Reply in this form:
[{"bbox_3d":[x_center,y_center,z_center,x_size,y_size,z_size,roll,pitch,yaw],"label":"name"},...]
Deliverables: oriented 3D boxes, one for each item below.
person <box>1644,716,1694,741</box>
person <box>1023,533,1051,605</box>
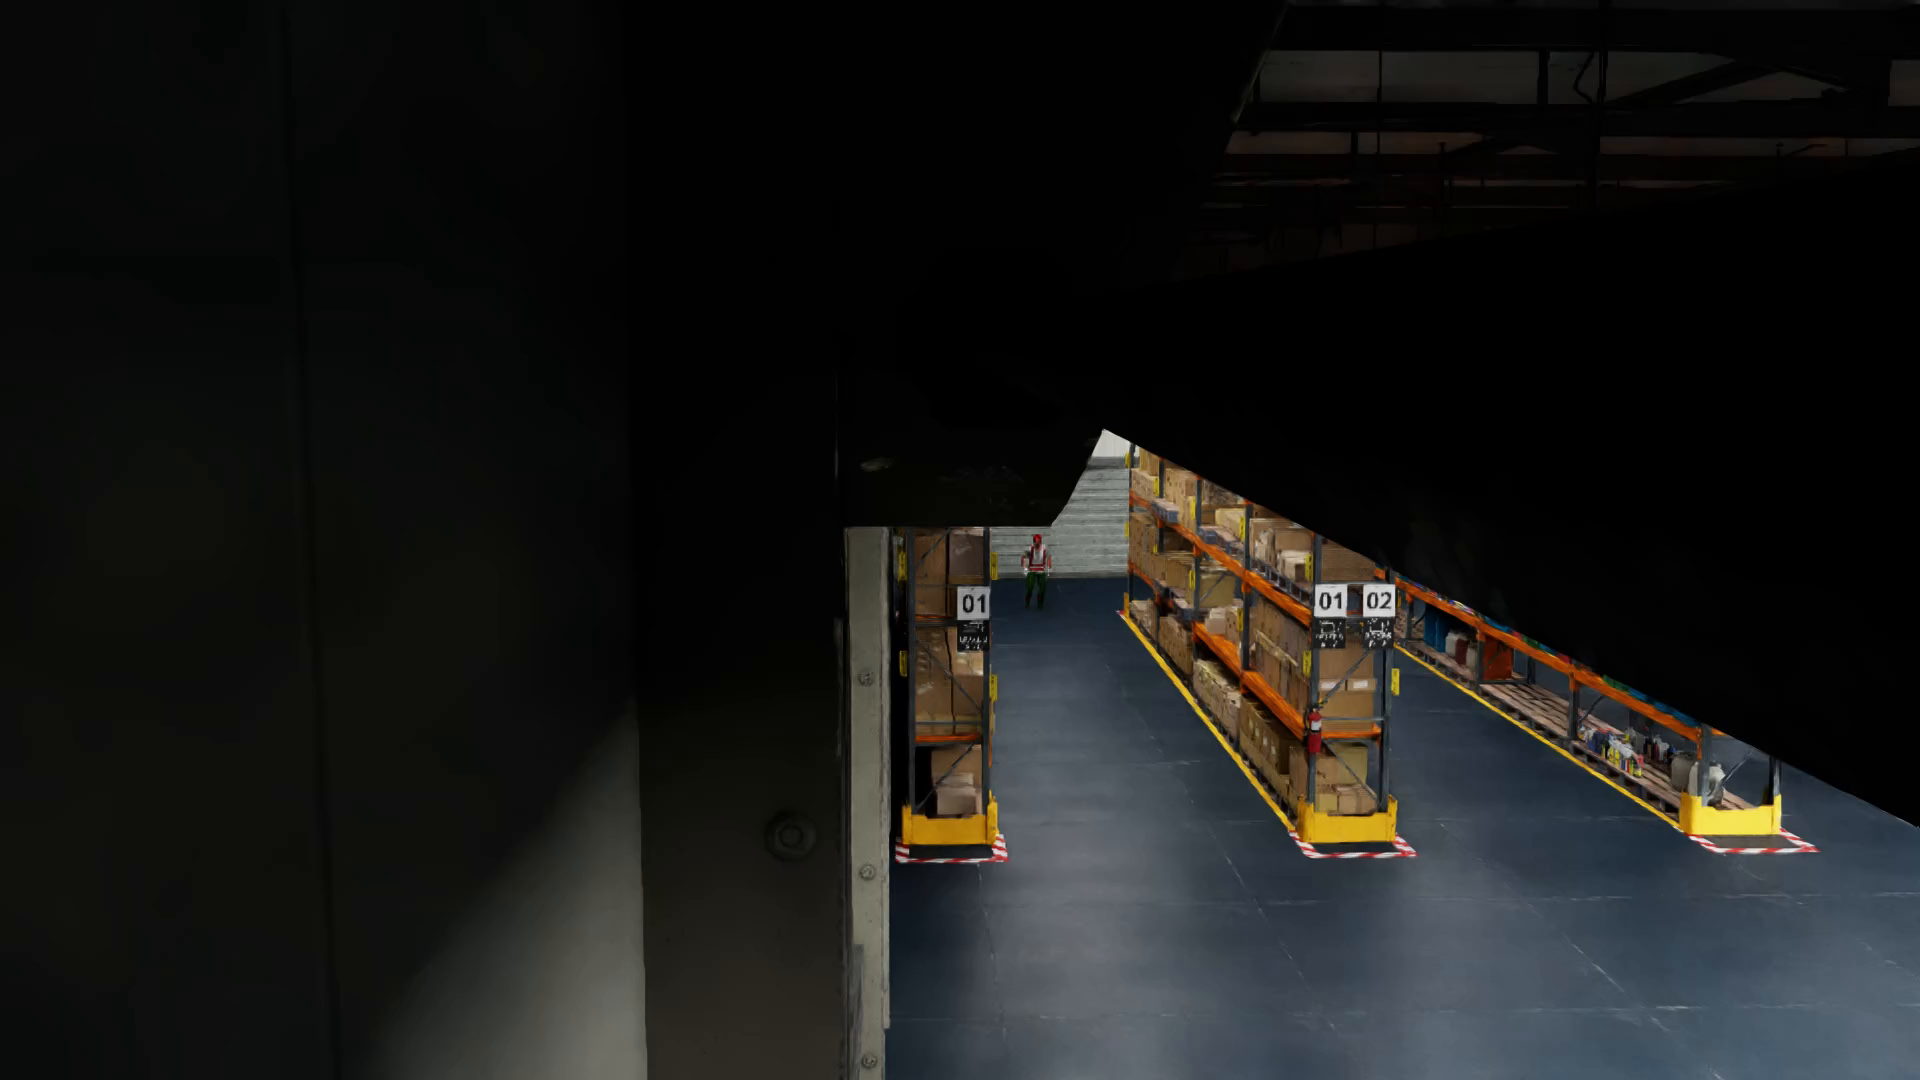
[{"bbox_3d":[10.898,2.312,25.475,0.602,1.537,0.745,-4,8,-26],"label":"person"},{"bbox_3d":[1.720,0.672,37.314,0.639,1.685,0.552,0,7,-4],"label":"person"}]
